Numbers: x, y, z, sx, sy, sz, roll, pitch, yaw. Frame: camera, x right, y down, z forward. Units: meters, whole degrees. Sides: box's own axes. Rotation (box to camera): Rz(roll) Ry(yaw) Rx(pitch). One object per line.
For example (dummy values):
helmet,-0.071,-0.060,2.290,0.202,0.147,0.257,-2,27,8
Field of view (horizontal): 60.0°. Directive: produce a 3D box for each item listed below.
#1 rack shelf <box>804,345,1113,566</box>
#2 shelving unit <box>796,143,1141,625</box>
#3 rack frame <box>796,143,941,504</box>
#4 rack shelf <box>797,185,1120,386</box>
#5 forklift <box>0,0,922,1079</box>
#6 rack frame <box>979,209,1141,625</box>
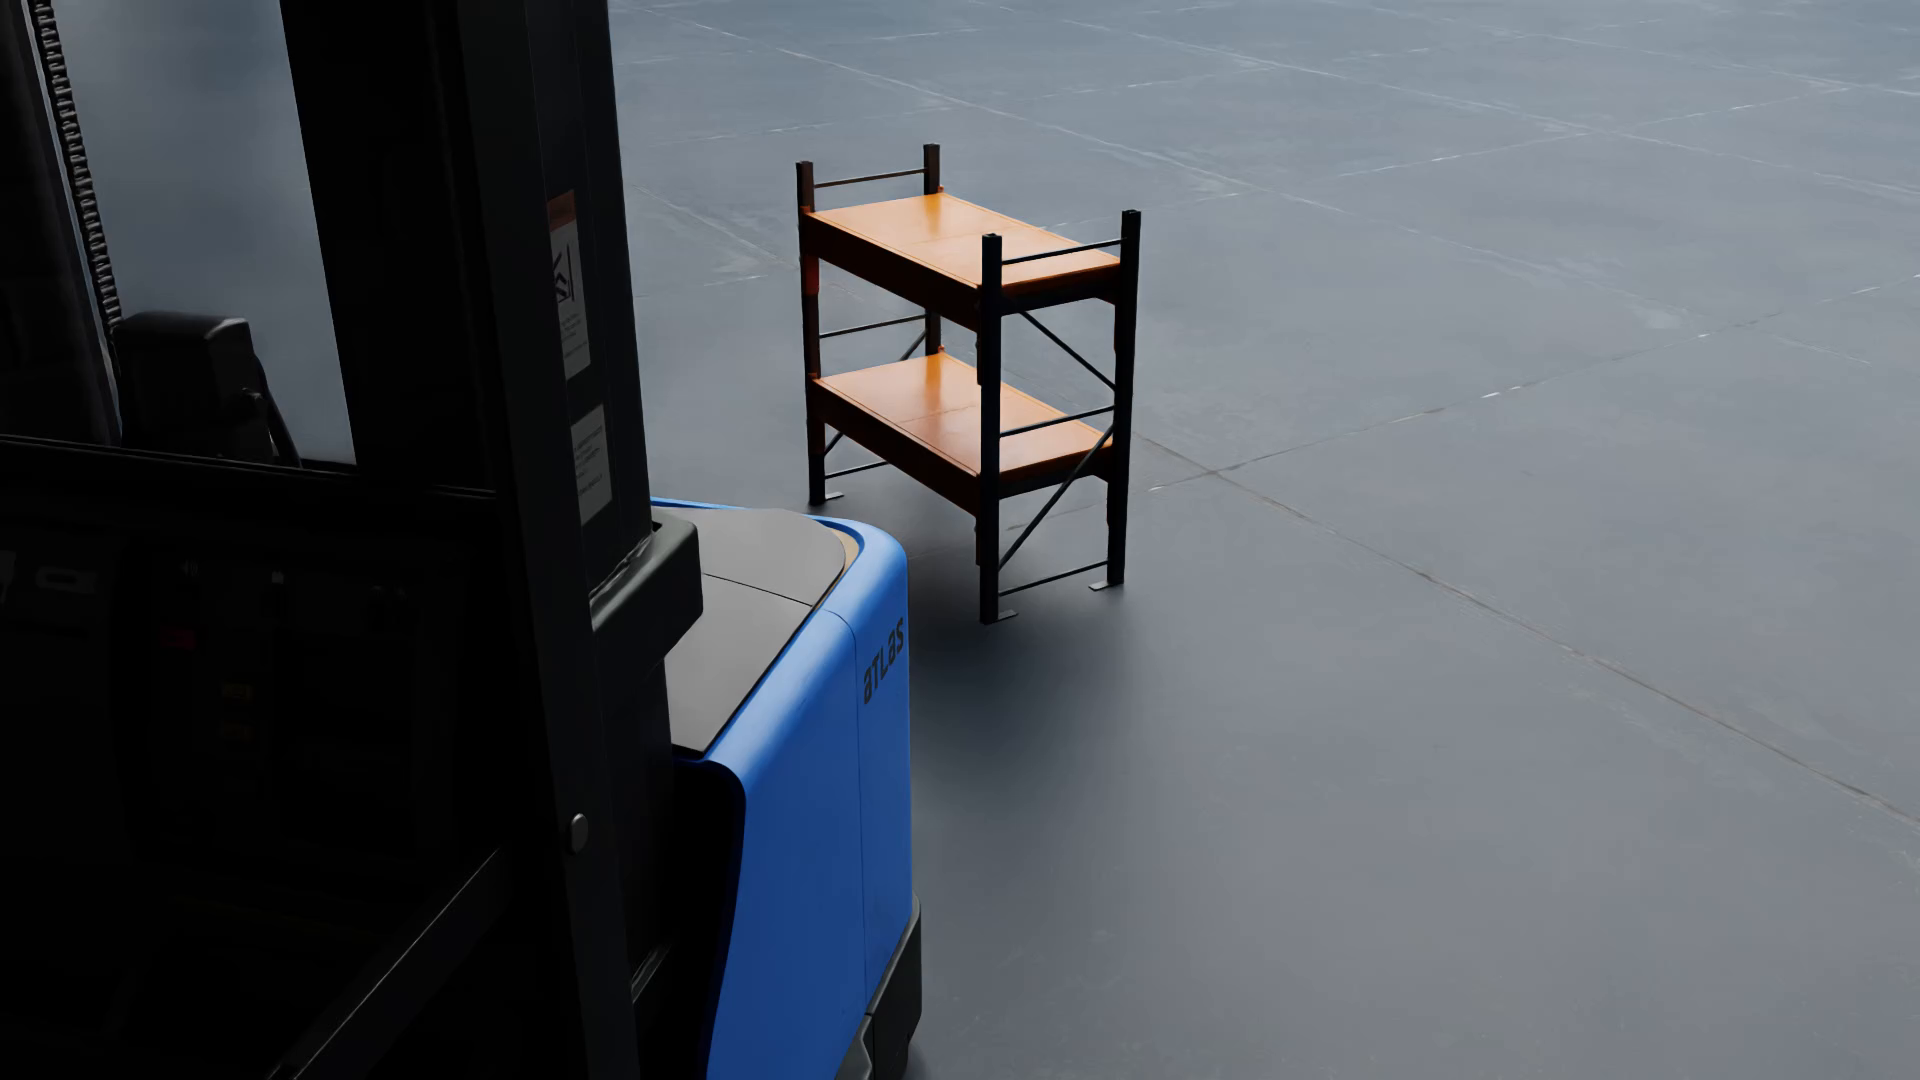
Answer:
rack shelf,-0.004,-0.290,5.119,0.538,0.278,1.000,-16,29,-30
shelving unit,-0.004,-0.511,5.015,0.538,1.125,1.048,-16,29,-30
rack frame,-0.281,-0.693,5.400,0.500,1.125,0.032,-16,29,-30
rack shelf,-0.004,-0.776,4.890,0.538,0.278,1.000,-16,29,-30
forklift,-0.953,0.170,1.456,1.130,2.935,3.031,7,26,14
rack frame,0.274,-0.329,4.630,0.500,1.125,0.032,-16,29,-30
